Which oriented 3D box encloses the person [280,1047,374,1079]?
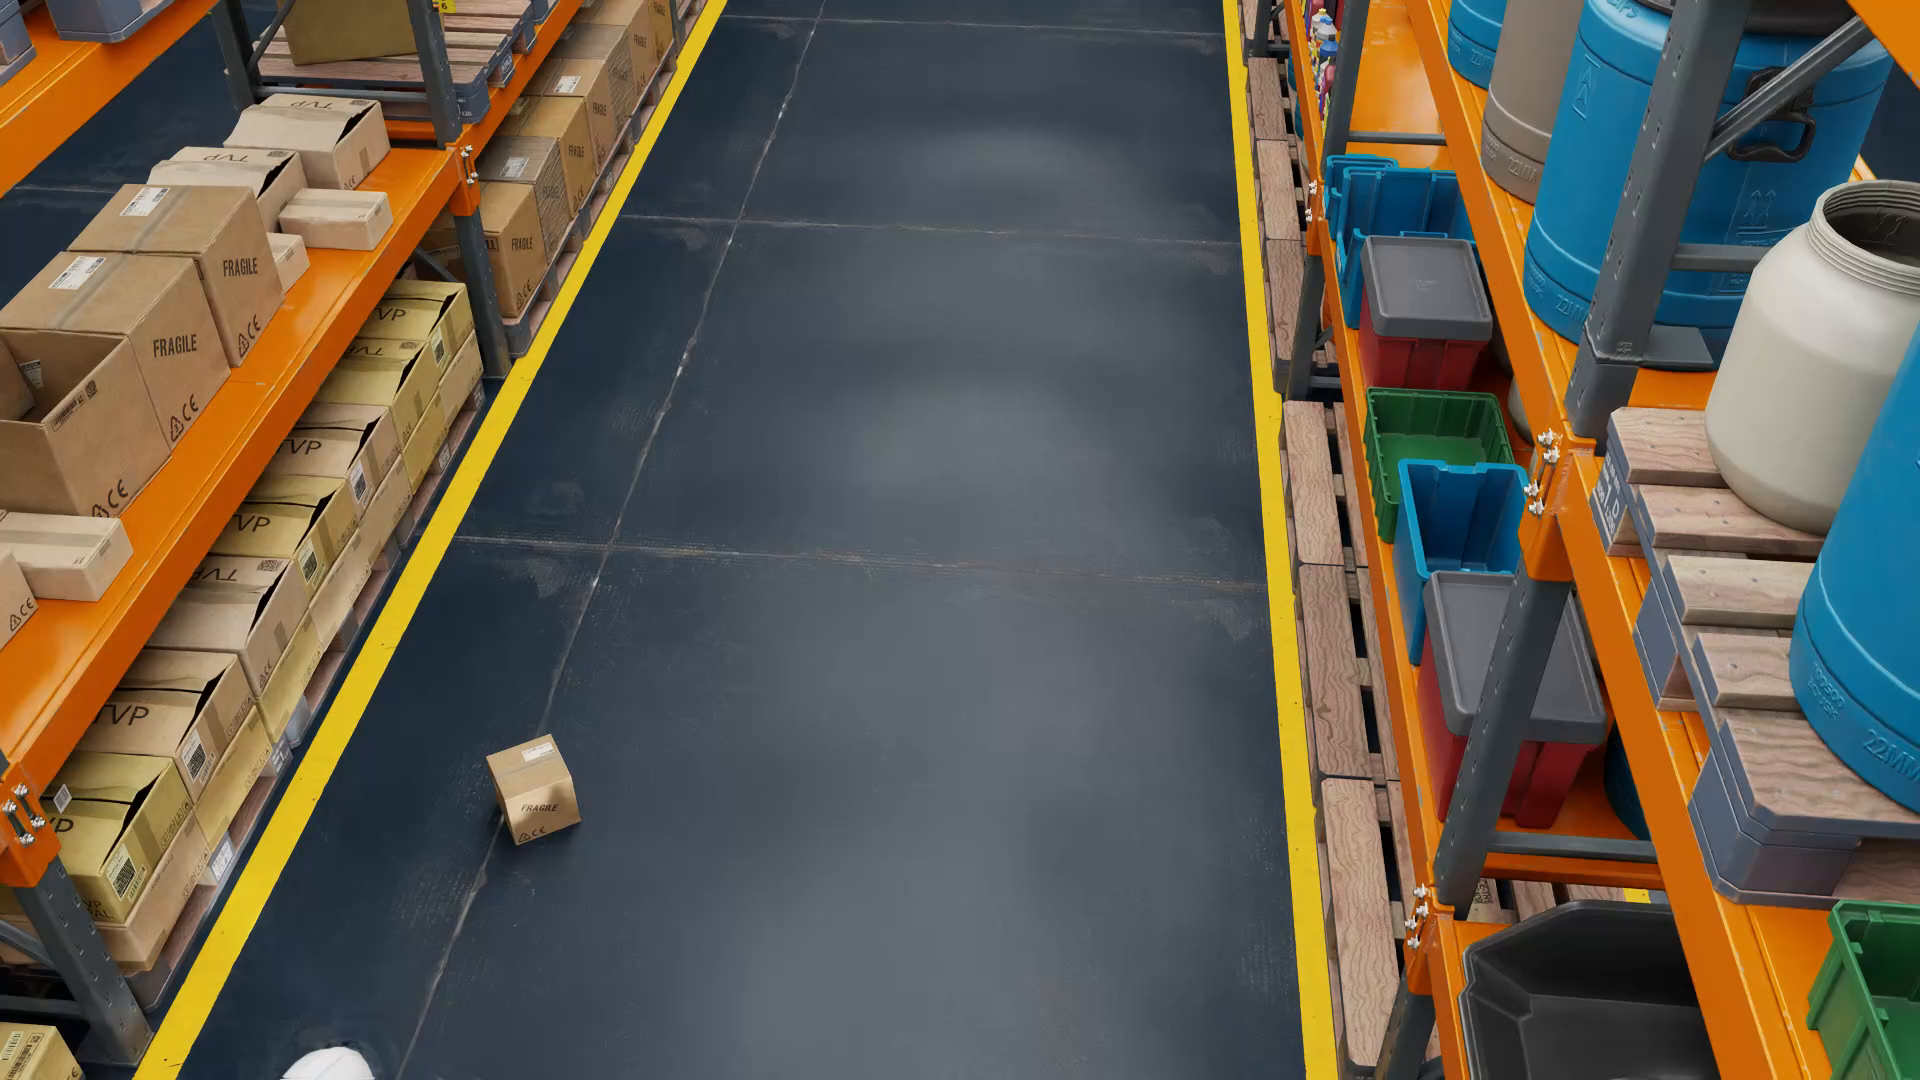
[{"bbox_3d":[-1.359,1.825,3.942,0.533,1.751,1.020,8,40,9],"label":"person"}]
